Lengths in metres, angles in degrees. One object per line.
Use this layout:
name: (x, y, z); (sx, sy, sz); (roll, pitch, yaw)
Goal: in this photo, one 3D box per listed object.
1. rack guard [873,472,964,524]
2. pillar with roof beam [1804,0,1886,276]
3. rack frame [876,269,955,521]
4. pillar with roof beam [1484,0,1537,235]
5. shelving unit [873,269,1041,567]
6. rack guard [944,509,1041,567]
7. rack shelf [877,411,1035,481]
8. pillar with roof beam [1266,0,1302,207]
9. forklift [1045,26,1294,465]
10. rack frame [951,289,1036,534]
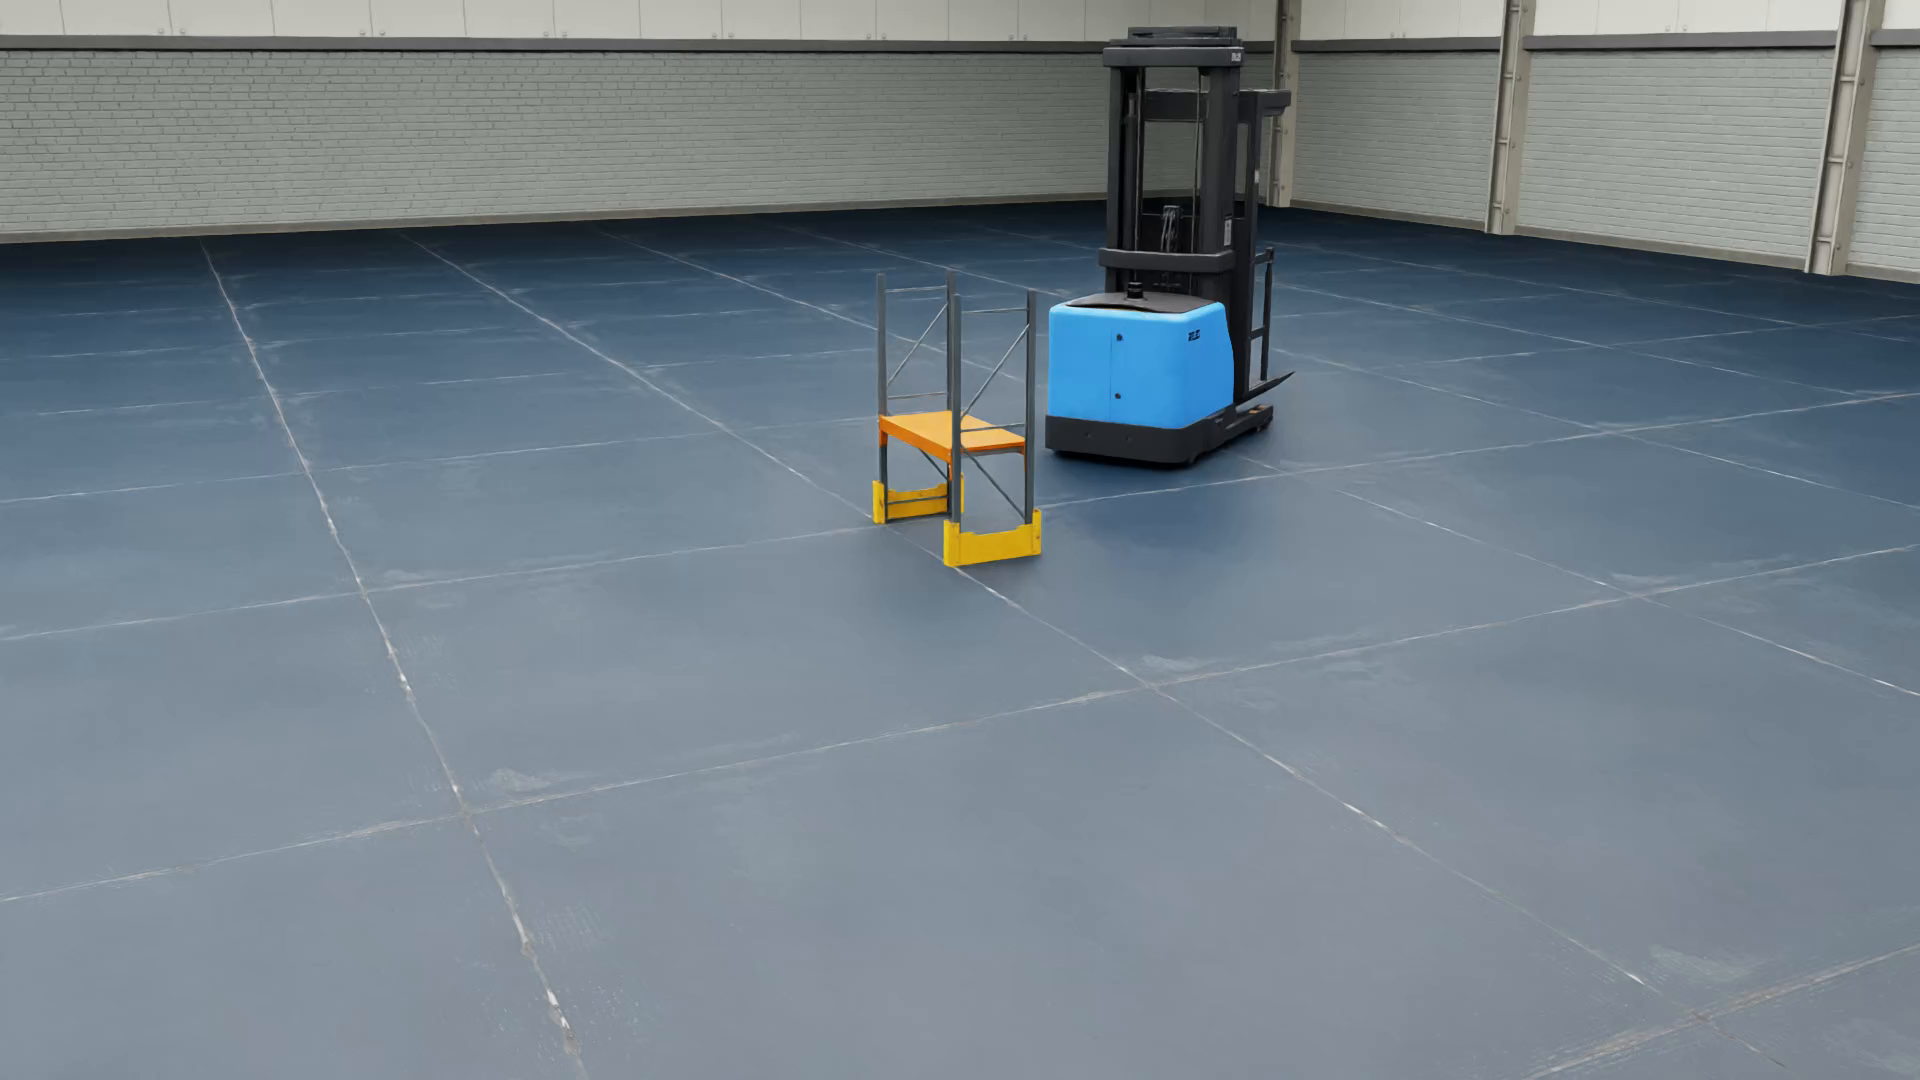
rack guard: (-0.252, -0.263, 10.212); (0.587, 0.250, 0.087); (-8, 18, -25)
pillar with roof beam: (7.597, -7.335, 18.996); (9.100, 9.000, 0.400); (-8, 18, -25)
rack frame: (-0.260, -0.868, 10.057); (0.500, 1.500, 0.032); (-8, 18, -25)
pillar with roof beam: (4.968, -8.822, 24.180); (9.100, 9.000, 0.400); (-8, 18, -25)
shelving unit: (-0.033, -0.740, 9.610); (0.587, 1.500, 1.083); (-8, 18, -25)
rack guard: (0.185, -0.016, 9.352); (0.587, 0.250, 0.087); (-8, 18, -25)
rack shelf: (-0.037, -0.569, 9.667); (0.538, 0.185, 1.000); (-8, 18, -25)
pillar with roof beam: (2.340, -10.310, 29.364); (9.100, 9.000, 0.400); (-8, 18, -25)
forklift: (1.758, -2.285, 12.400); (1.130, 2.935, 3.031); (9, 18, 28)
rack frame: (0.185, -0.616, 9.178); (0.500, 1.500, 0.032); (-8, 18, -25)
